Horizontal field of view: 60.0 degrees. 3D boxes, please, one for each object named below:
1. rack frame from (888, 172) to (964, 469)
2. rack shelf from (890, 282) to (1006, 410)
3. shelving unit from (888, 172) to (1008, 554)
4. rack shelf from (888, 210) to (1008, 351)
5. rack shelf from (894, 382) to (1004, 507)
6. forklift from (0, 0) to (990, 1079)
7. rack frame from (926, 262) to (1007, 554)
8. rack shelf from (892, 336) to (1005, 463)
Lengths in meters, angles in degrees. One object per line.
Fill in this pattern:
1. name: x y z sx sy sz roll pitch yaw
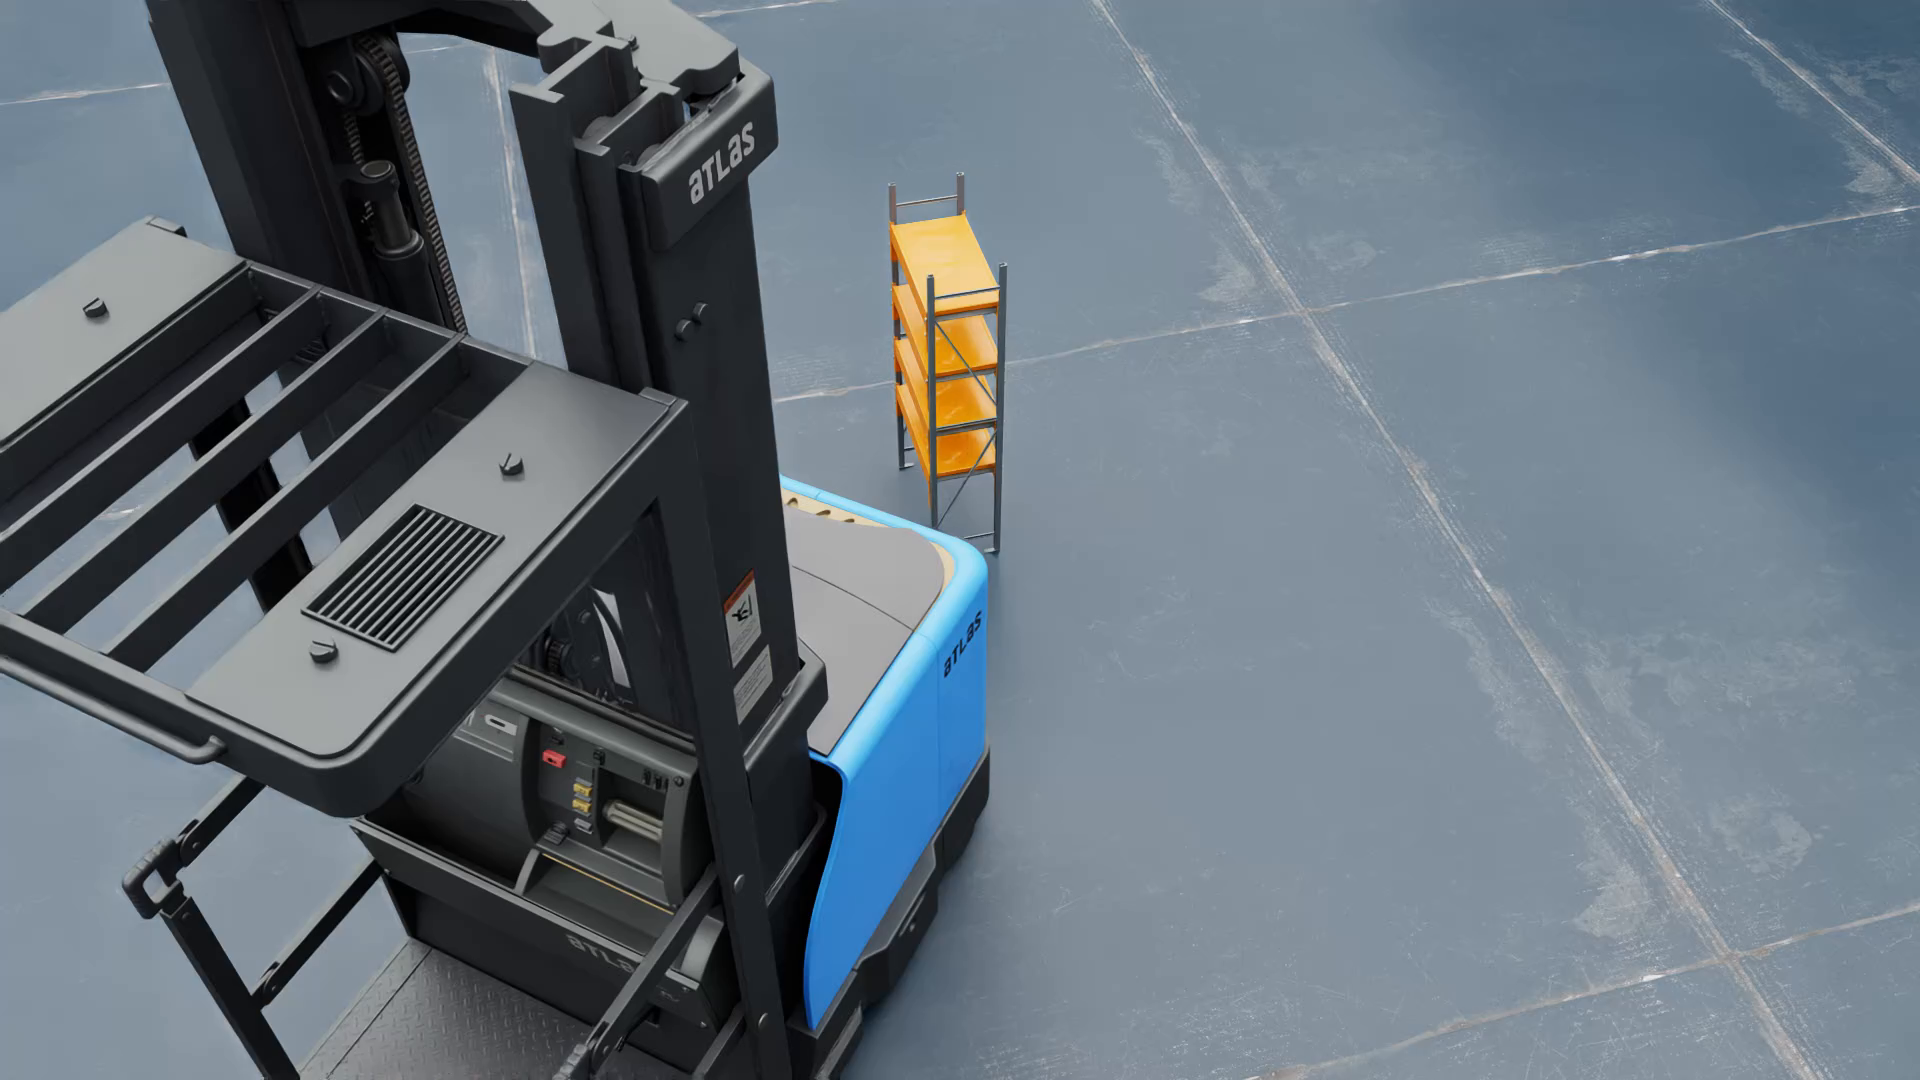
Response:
1. rack frame: -0.105 -0.703 5.599 0.240 1.200 0.015 -11 47 -10
2. rack shelf: -0.042 -0.644 5.322 0.258 0.148 0.480 -11 47 -10
3. shelving unit: -0.042 -0.534 5.433 0.258 1.200 0.503 -11 47 -10
4. rack shelf: -0.042 -0.809 5.153 0.258 0.148 0.480 -11 47 -10
5. rack shelf: -0.042 -0.348 5.623 0.258 0.148 0.480 -11 47 -10
6. forklift: -1.023 0.536 3.173 1.130 2.935 3.031 20 49 18
7. rack frame: 0.020 -0.366 5.268 0.240 1.200 0.015 -11 47 -10
8. rack shelf: -0.042 -0.487 5.482 0.258 0.148 0.480 -11 47 -10
